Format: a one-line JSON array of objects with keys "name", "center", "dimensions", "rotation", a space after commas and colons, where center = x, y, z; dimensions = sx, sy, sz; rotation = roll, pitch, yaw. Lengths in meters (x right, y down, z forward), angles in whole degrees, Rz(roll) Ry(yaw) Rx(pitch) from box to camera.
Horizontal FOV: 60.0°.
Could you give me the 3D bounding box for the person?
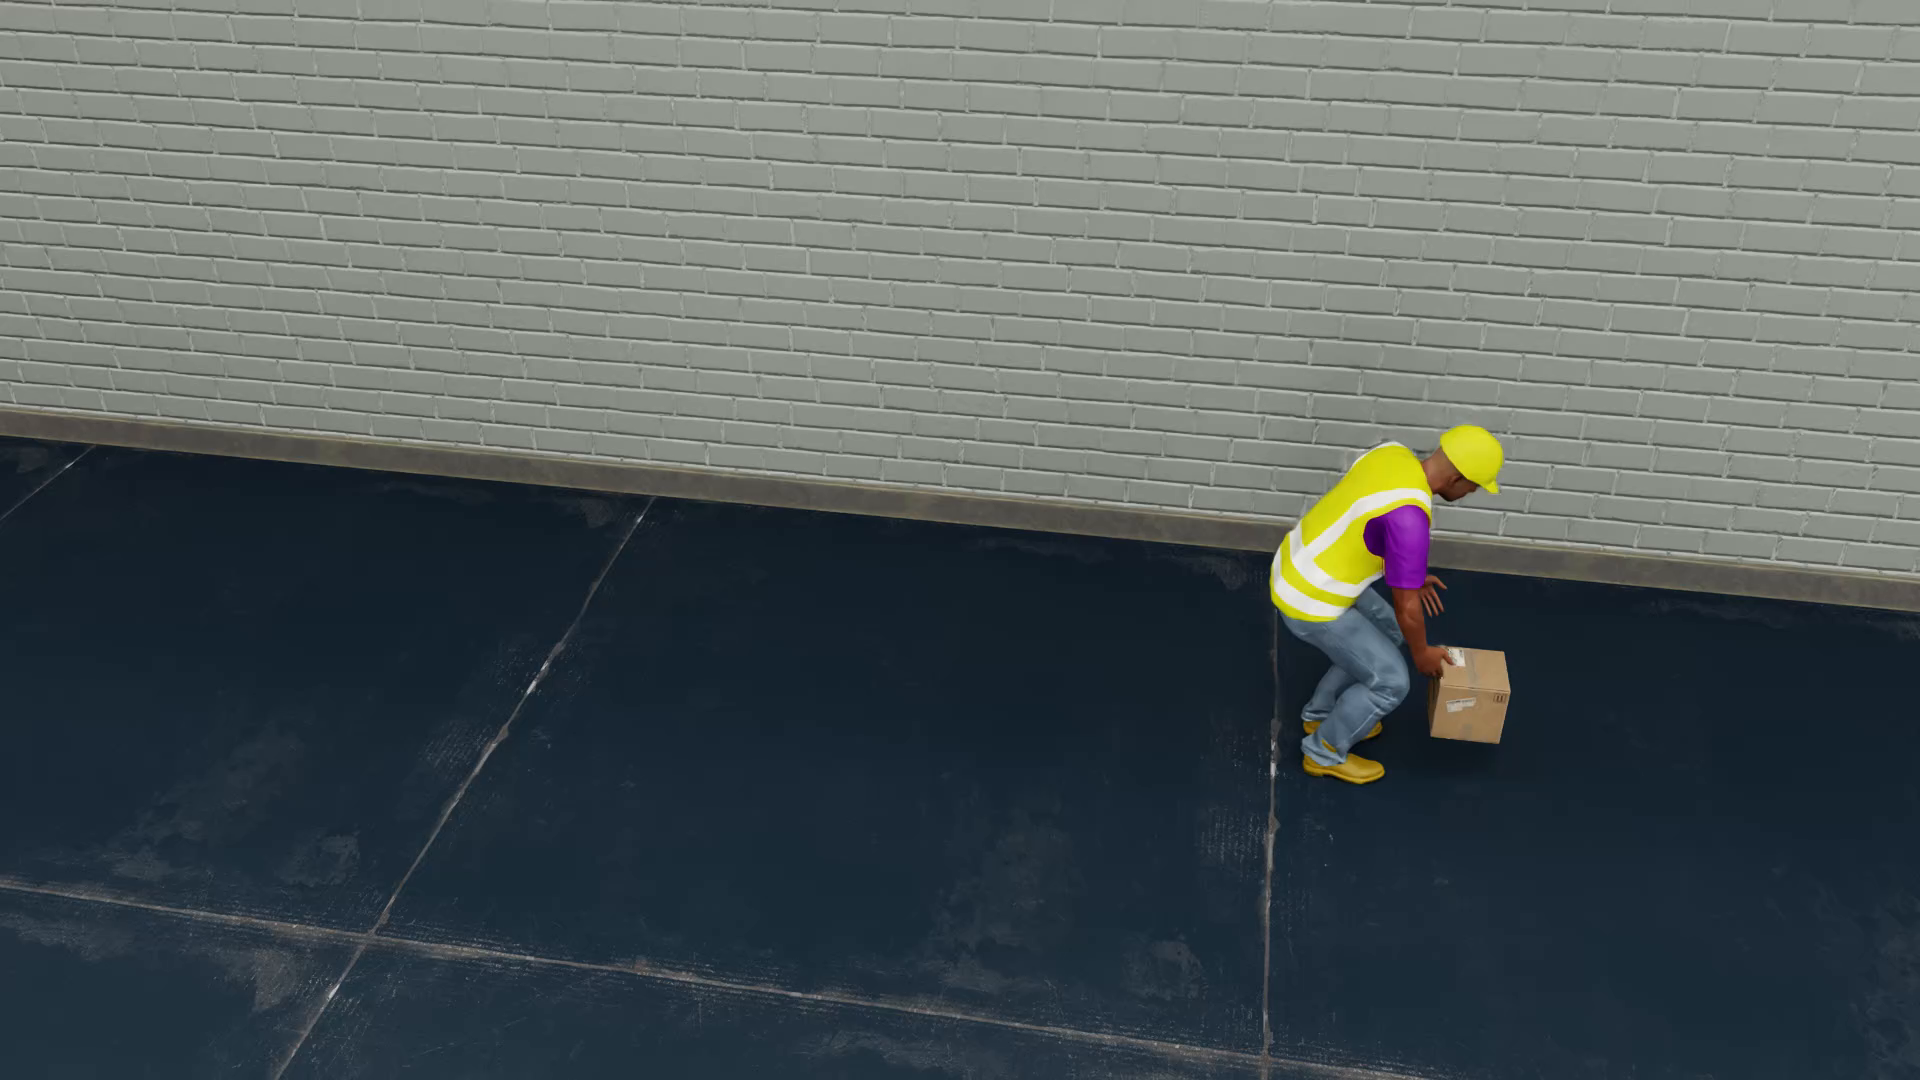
[{"name": "person", "center": [1.513, 0.196, 6.117], "dimensions": [0.745, 1.433, 0.631], "rotation": [5, 33, 8]}]
